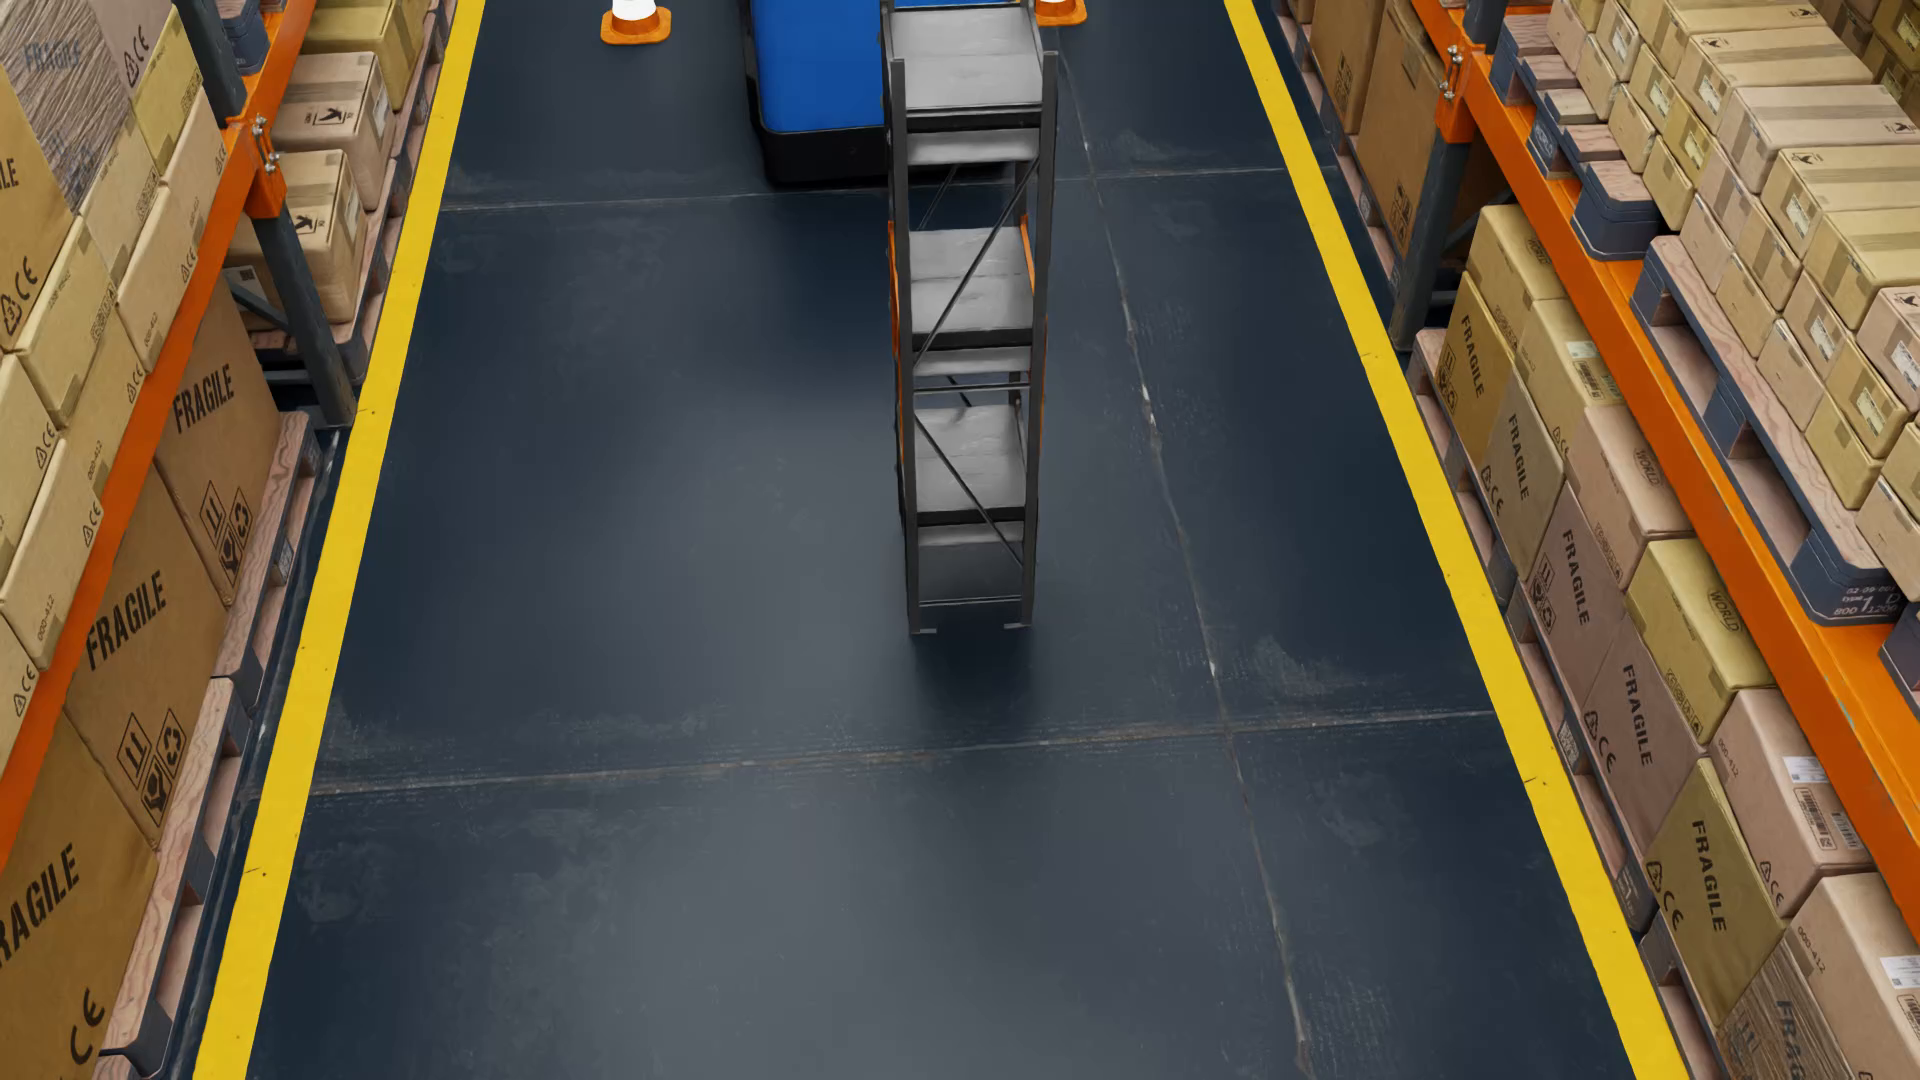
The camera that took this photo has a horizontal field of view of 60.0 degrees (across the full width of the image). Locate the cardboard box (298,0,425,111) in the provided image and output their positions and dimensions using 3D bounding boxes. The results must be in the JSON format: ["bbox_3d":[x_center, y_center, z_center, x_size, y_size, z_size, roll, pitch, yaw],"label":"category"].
[{"bbox_3d":[-2.910,-2.189,7.278,0.950,0.372,0.625,-2,47,-2],"label":"cardboard box"}]

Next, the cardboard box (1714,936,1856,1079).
[{"bbox_3d":[2.201,1.258,3.925,0.500,0.500,0.500,-4,47,-4],"label":"cardboard box"}]

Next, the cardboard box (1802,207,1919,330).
[{"bbox_3d":[2.153,-0.616,3.741,0.380,0.149,0.250,-4,47,-4],"label":"cardboard box"}]

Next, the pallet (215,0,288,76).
[{"bbox_3d":[-2.911,-1.900,5.616,1.213,0.211,1.003,-3,47,-3],"label":"pallet"}]

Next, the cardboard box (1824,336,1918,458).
[{"bbox_3d":[2.170,-0.327,3.672,0.380,0.149,0.250,-3,47,-3],"label":"cardboard box"}]

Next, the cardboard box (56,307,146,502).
[{"bbox_3d":[-2.360,-0.321,4.092,0.500,0.250,0.500,-4,47,-4],"label":"cardboard box"}]

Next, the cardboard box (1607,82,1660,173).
[{"bbox_3d":[2.061,-1.164,4.670,0.380,0.149,0.250,-1,47,-1],"label":"cardboard box"}]

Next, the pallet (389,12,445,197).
[{"bbox_3d":[-2.908,-1.944,7.446,1.003,0.211,1.213,-3,47,-3],"label":"pallet"}]

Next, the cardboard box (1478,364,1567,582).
[{"bbox_3d":[2.030,-0.225,5.329,0.500,0.500,0.500,-3,47,-3],"label":"cardboard box"}]

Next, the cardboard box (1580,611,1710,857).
[{"bbox_3d":[2.120,0.516,4.628,0.500,0.500,0.500,-4,47,-4],"label":"cardboard box"}]

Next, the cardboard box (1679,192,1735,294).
[{"bbox_3d":[2.110,-0.776,4.303,0.380,0.149,0.250,-2,47,-2],"label":"cardboard box"}]

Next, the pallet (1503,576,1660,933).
[{"bbox_3d":[2.342,0.574,5.061,1.003,0.211,1.213,-3,47,-3],"label":"pallet"}]

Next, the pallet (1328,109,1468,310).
[{"bbox_3d":[2.188,-1.447,6.975,1.003,0.211,1.213,-3,47,-3],"label":"pallet"}]

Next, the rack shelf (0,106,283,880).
[{"bbox_3d":[-2.578,0.238,3.955,1.077,0.370,4.000,-3,47,-3],"label":"rack shelf"}]

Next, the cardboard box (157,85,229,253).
[{"bbox_3d":[-2.444,-1.055,4.787,0.500,0.250,0.500,-5,47,-5],"label":"cardboard box"}]

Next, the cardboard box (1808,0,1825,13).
[{"bbox_3d":[2.674,-1.661,4.936,0.380,0.149,0.250,-3,47,-2],"label":"cardboard box"}]

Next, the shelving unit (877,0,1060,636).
[{"bbox_3d":[0.014,-0.602,4.874,0.431,2.100,0.503,-3,47,-3],"label":"shelving unit"}]

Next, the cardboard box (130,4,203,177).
[{"bbox_3d":[-2.451,-1.242,4.619,0.500,0.250,0.500,-4,47,-3],"label":"cardboard box"}]

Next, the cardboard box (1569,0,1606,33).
[{"bbox_3d":[2.020,-1.629,4.906,0.380,0.149,0.250,-2,47,-2],"label":"cardboard box"}]

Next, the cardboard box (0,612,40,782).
[{"bbox_3d":[-2.256,0.408,3.401,0.500,0.250,0.500,-4,47,-4],"label":"cardboard box"}]

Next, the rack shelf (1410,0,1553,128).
[{"bbox_3d":[2.012,-3.030,7.050,1.077,0.370,4.000,-3,47,-3],"label":"rack shelf"}]

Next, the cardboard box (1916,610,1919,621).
[{"bbox_3d":[2.222,0.180,3.397,0.380,0.149,0.250,-6,47,-5],"label":"cardboard box"}]

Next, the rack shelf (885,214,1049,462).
[{"bbox_3d":[0.014,-0.593,4.884,0.431,0.518,0.480,-3,47,-3],"label":"rack shelf"}]

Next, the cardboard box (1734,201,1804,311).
[{"bbox_3d":[2.129,-0.698,4.024,0.380,0.149,0.250,-4,47,-4],"label":"cardboard box"}]

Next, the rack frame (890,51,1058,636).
[{"bbox_3d":[0.034,-0.426,4.707,0.400,2.100,0.015,-3,47,-3],"label":"rack frame"}]

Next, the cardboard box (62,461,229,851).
[{"bbox_3d":[-2.700,0.280,4.593,0.875,0.875,0.875,-3,47,-3],"label":"cardboard box"}]

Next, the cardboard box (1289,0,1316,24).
[{"bbox_3d":[2.063,-2.954,7.742,1.050,0.750,0.750,-3,47,-3],"label":"cardboard box"}]

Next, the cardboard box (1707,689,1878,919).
[{"bbox_3d":[2.170,0.624,4.009,0.500,0.250,0.500,-1,47,-1],"label":"cardboard box"}]

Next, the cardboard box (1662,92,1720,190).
[{"bbox_3d":[2.091,-1.058,4.365,0.380,0.149,0.250,-3,47,-3],"label":"cardboard box"}]

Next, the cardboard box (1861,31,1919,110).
[{"bbox_3d":[2.723,-1.278,4.573,0.380,0.149,0.250,-2,47,-2],"label":"cardboard box"}]

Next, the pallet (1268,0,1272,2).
[{"bbox_3d":[1.984,-3.212,8.647,1.003,0.211,1.213,-3,47,-3],"label":"pallet"}]

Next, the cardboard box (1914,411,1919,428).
[{"bbox_3d":[2.204,-0.227,3.373,0.380,0.149,0.250,-5,47,-5],"label":"cardboard box"}]

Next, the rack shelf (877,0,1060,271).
[{"bbox_3d":[0.014,-1.074,4.376,0.431,0.518,0.480,-3,47,-3],"label":"rack shelf"}]

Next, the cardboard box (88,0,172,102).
[{"bbox_3d":[-2.441,-1.477,4.325,0.500,0.500,0.500,-5,47,-4],"label":"cardboard box"}]

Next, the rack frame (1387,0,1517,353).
[{"bbox_3d":[2.179,-1.831,5.418,1.000,3.000,0.127,-3,47,-3],"label":"rack frame"}]

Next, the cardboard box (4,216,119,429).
[{"bbox_3d":[-2.342,-0.502,3.919,0.500,0.250,0.500,-5,47,-4],"label":"cardboard box"}]

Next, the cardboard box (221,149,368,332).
[{"bbox_3d":[-2.782,-1.107,6.253,0.950,0.372,0.625,-6,47,-6],"label":"cardboard box"}]

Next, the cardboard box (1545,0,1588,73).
[{"bbox_3d":[2.015,-1.553,5.039,0.380,0.149,0.250,-4,47,-4],"label":"cardboard box"}]

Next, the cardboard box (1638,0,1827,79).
[{"bbox_3d":[2.066,-1.375,4.461,0.380,0.149,0.250,-4,47,-4],"label":"cardboard box"}]

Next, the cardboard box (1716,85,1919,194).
[{"bbox_3d":[2.112,-0.988,4.094,0.380,0.149,0.250,-2,47,-1],"label":"cardboard box"}]

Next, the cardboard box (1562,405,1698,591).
[{"bbox_3d":[2.067,-0.134,4.727,0.500,0.250,0.500,-3,47,-3],"label":"cardboard box"}]

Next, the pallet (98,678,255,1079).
[{"bbox_3d":[-2.655,0.958,4.698,1.003,0.211,1.213,-3,47,-3],"label":"pallet"}]

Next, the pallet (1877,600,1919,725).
[{"bbox_3d":[2.595,0.567,3.279,1.003,0.211,1.213,-3,47,-3],"label":"pallet"}]

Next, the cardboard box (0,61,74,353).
[{"bbox_3d":[-2.355,-0.746,3.633,0.500,0.500,0.500,-3,47,-3],"label":"cardboard box"}]

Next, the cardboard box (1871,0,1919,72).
[{"bbox_3d":[2.718,-1.395,4.480,0.380,0.149,0.250,-2,47,-2],"label":"cardboard box"}]

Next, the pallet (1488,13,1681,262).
[{"bbox_3d":[2.345,-1.256,5.005,1.213,0.211,1.003,-3,47,-3],"label":"pallet"}]

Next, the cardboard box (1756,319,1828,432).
[{"bbox_3d":[2.149,-0.405,3.952,0.380,0.149,0.250,-5,47,-5],"label":"cardboard box"}]

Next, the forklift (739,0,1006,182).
[{"bbox_3d":[-0.522,-3.616,7.156,1.130,2.935,3.031,-6,47,-6],"label":"forklift"}]

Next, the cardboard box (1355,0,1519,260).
[{"bbox_3d":[2.218,-1.648,6.505,1.050,0.750,0.750,-4,47,-4],"label":"cardboard box"}]
